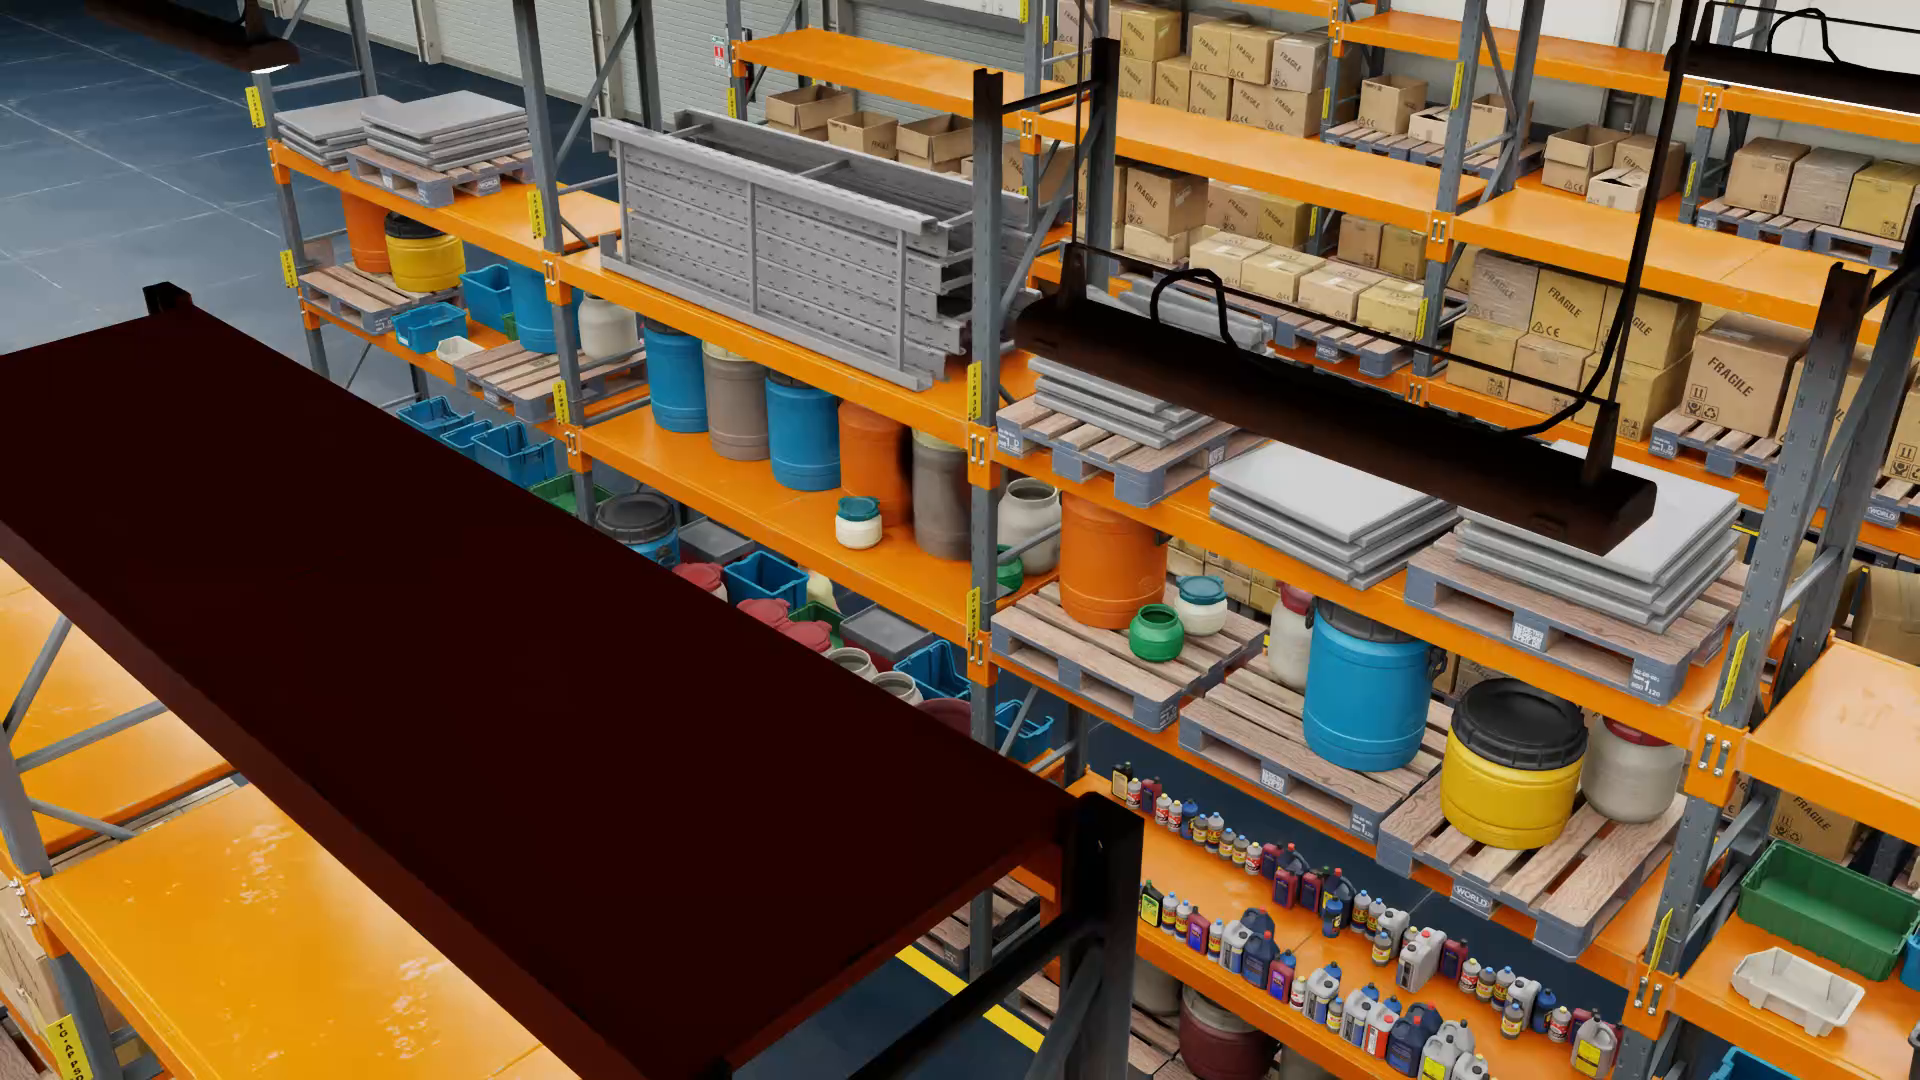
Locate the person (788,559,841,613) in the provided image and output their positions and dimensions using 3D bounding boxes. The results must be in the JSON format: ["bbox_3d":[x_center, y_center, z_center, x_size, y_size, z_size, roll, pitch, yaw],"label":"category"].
[{"bbox_3d":[-1.105,0.757,13.232,0.520,1.660,0.486,5,30,9],"label":"person"}]

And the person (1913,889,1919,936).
[{"bbox_3d":[5.969,2.458,10.159,0.429,1.693,0.531,-13,32,-22],"label":"person"}]

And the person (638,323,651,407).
[{"bbox_3d":[-3.093,-1.468,17.041,0.652,1.800,0.435,18,34,28],"label":"person"}]
